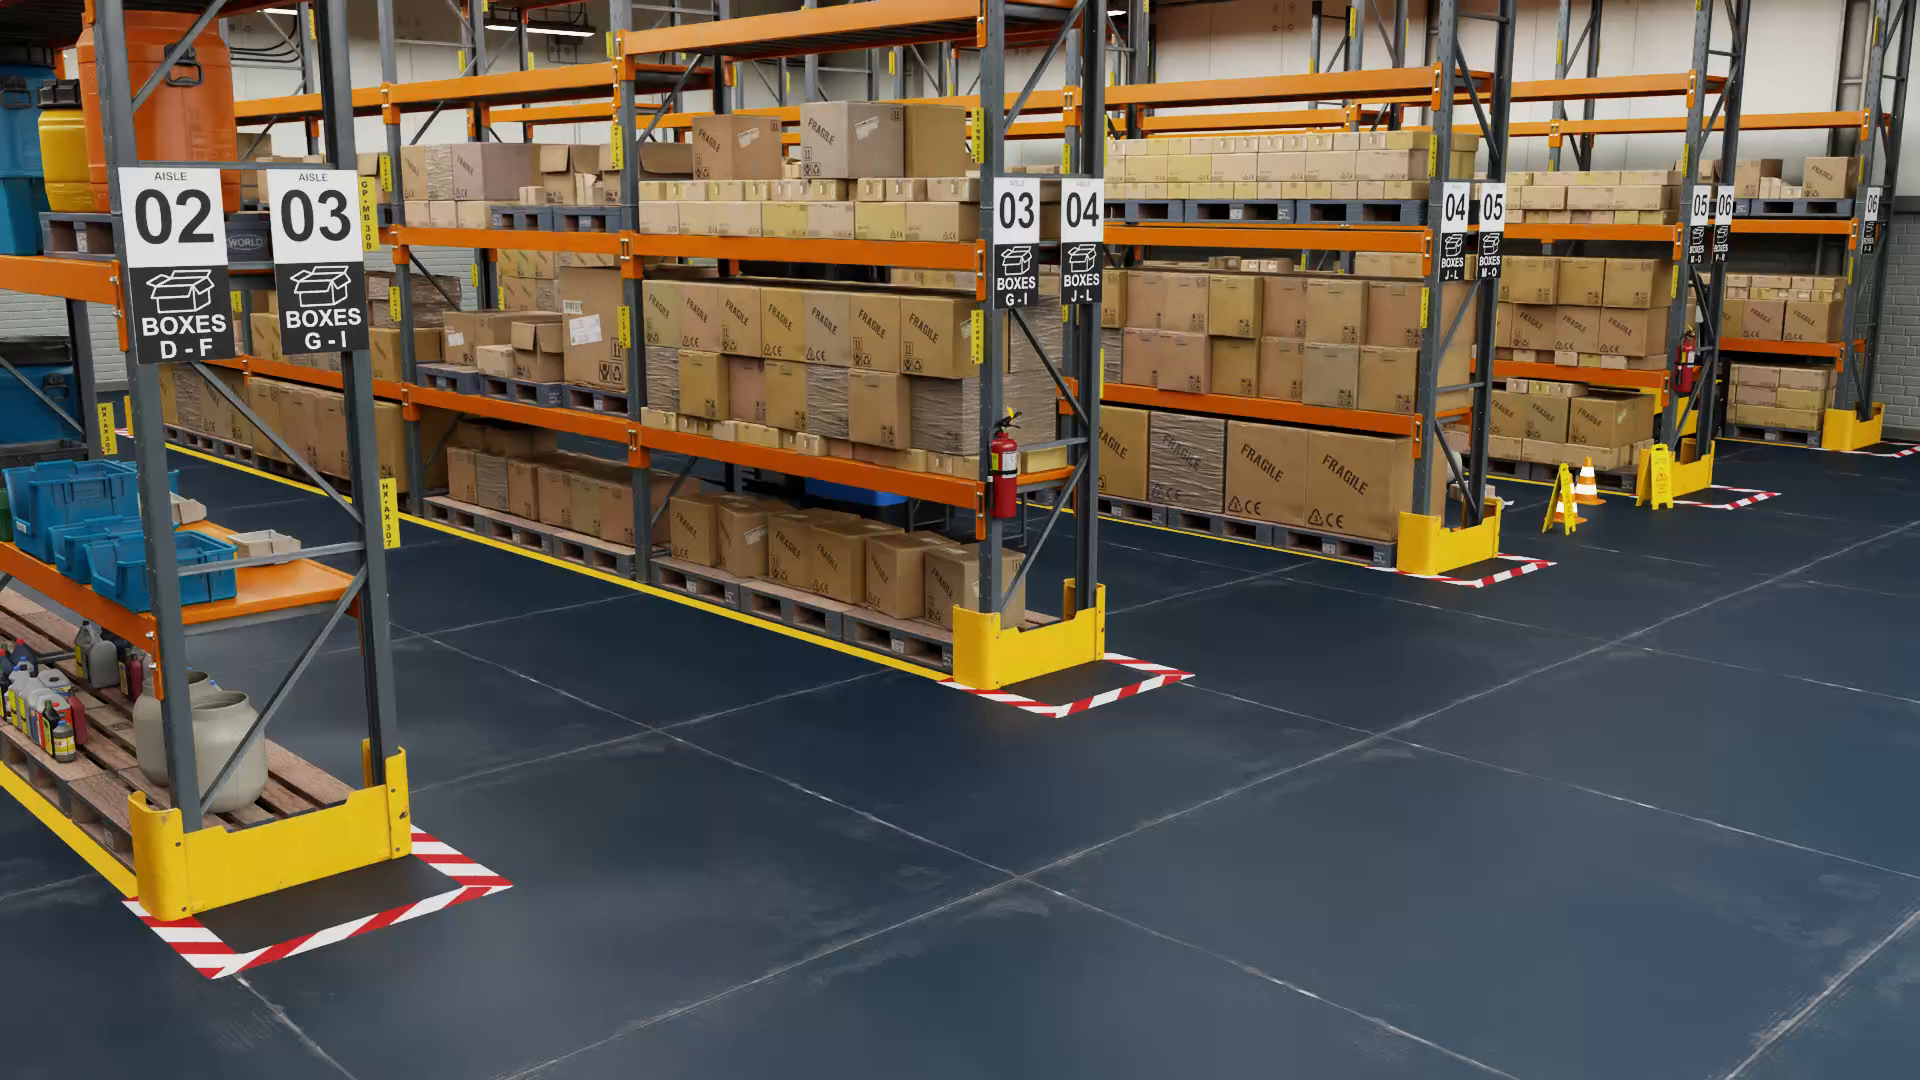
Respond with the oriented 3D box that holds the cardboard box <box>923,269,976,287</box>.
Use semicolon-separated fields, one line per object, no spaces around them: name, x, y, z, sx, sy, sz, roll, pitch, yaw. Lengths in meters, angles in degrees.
cardboard box;0.016;-2.693;18.164;0.700;0.500;0.500;-11;16;-43

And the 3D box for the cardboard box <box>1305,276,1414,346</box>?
cardboard box;3.504;-2.006;14.506;0.875;0.550;0.550;-11;16;-43

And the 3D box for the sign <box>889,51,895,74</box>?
sign;-1.016;-7.132;24.861;0.100;0.325;0.005;-11;16;-43

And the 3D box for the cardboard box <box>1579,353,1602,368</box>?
cardboard box;6.860;-1.945;17.880;0.380;0.149;0.250;-11;16;-44

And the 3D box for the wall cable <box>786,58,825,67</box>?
wall cable;-2.744;-11.673;35.825;2.988;3.039;0.133;-11;16;-43

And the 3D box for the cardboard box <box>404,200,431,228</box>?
cardboard box;-4.862;-3.060;15.605;0.500;0.250;0.500;-11;16;-42

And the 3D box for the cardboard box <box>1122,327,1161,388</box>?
cardboard box;2.076;-1.805;16.205;0.875;0.550;0.550;-11;16;-43

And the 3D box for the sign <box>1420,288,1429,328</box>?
sign;3.777;-1.886;13.516;0.100;0.325;0.005;-11;16;-43

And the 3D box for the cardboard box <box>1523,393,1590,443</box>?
cardboard box;6.585;-1.364;18.352;0.500;0.500;0.500;-10;15;-40

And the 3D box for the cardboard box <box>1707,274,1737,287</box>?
cardboard box;9.923;-3.381;21.636;0.380;0.149;0.250;-10;16;-41

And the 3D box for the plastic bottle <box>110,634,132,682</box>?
plastic bottle;-5.037;0.670;10.040;0.185;0.351;0.144;11;16;42

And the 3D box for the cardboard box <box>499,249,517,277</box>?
cardboard box;-6.399;-4.121;24.357;0.500;0.500;0.500;-10;15;-41

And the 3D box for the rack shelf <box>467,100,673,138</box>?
rack shelf;-5.489;-5.904;23.399;1.077;0.370;4.000;-11;16;-43

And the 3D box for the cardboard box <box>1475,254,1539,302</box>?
cardboard box;6.164;-2.937;18.610;0.700;0.500;0.500;-11;16;-43

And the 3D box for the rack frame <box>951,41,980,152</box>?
rack frame;0.227;-7.947;31.522;1.000;3.000;0.127;-11;16;-43

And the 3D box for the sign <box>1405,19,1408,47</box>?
sign;5.332;-6.073;19.914;0.100;0.325;0.005;-11;16;-43

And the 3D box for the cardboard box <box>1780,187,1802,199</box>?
cardboard box;10.485;-4.353;20.846;0.250;0.149;0.380;11;16;44

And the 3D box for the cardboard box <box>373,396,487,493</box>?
cardboard box;-5.464;-1.037;17.073;0.875;0.875;1.225;11;16;43

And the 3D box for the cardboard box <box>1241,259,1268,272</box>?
cardboard box;3.753;-3.455;20.951;0.250;0.149;0.380;11;16;43

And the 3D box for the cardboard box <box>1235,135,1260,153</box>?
cardboard box;2.648;-3.493;14.693;0.380;0.149;0.250;-11;16;-42

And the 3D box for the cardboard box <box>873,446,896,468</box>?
cardboard box;-0.368;-0.595;11.326;0.380;0.149;0.250;-11;16;-43

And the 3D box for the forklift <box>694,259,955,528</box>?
forklift;-1.455;-1.717;16.322;3.031;2.935;1.130;11;16;43

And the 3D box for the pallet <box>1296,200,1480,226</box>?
pallet;3.659;-2.809;14.239;1.003;0.211;1.213;-11;16;-43

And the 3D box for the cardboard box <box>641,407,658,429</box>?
cardboard box;-2.309;-0.988;13.234;0.380;0.149;0.250;-11;16;-43

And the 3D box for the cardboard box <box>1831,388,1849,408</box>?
cardboard box;11.102;-1.875;21.452;0.500;0.250;0.500;-11;16;-42

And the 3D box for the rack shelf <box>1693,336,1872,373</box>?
rack shelf;9.896;-2.613;22.283;1.077;0.370;4.000;-11;16;-43

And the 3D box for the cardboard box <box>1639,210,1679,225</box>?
cardboard box;7.241;-3.341;17.220;0.380;0.149;0.250;-11;16;-42

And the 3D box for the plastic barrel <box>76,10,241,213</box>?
plastic barrel;-3.488;-1.849;7.251;0.600;0.830;0.708;-11;16;-43

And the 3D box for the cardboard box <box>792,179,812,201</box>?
cardboard box;-0.944;-2.426;11.541;0.250;0.149;0.380;11;16;42

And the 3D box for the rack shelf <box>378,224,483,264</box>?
rack shelf;-6.384;-3.177;17.585;1.077;0.370;4.000;-11;16;-43

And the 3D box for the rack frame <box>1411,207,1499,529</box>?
rack frame;4.179;-1.277;14.014;1.000;3.000;0.127;-11;16;-43

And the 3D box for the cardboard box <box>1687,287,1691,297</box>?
cardboard box;9.598;-3.313;22.039;0.380;0.149;0.250;-11;16;-44

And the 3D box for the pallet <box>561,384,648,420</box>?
pallet;-2.663;-1.222;14.224;1.003;0.211;1.213;-11;16;-43

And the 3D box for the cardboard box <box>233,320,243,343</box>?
cardboard box;-8.260;-2.452;19.352;0.500;0.250;0.500;-11;16;-44

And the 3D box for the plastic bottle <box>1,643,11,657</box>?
plastic bottle;-5.600;0.757;9.784;0.061;0.283;0.133;-11;16;-43

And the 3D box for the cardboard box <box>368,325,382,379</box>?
cardboard box;-5.863;-1.928;16.927;0.500;0.500;0.500;-11;16;-43

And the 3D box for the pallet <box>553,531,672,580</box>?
pallet;-2.779;0.068;14.396;1.003;0.211;1.213;-11;16;-43

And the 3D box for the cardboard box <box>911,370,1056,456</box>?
cardboard box;0.162;-0.879;11.099;0.875;0.500;0.500;-11;16;-43

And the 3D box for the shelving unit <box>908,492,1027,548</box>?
shelving unit;0.059;-0.722;15.038;0.538;1.500;1.048;-11;16;-43

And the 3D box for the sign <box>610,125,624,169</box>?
sign;-2.639;-3.022;12.792;0.100;0.325;0.005;-11;16;-43

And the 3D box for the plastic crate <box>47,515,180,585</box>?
plastic crate;-4.067;0.036;8.012;0.499;0.251;0.408;-11;16;-43

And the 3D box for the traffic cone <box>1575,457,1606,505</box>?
traffic cone;6.459;-0.622;17.122;0.336;0.463;0.334;-11;16;-43

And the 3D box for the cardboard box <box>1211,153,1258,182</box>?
cardboard box;2.600;-3.326;14.870;0.500;0.250;0.500;-11;16;-42

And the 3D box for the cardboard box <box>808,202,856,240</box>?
cardboard box;-0.689;-2.180;11.334;0.500;0.250;0.500;-10;16;-41

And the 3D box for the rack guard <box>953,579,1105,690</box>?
rack guard;0.469;0.613;11.037;1.175;0.500;0.348;-11;16;-43

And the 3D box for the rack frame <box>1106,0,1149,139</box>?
rack frame;2.165;-6.087;22.496;1.000;3.000;0.127;-11;16;-43

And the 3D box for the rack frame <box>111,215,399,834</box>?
rack frame;-3.060;0.090;7.381;1.000;3.000;0.127;-11;16;-43

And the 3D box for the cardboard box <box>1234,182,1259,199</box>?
cardboard box;2.651;-3.102;14.771;0.380;0.149;0.250;-11;16;-42

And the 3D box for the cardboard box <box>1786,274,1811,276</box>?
cardboard box;10.850;-3.344;21.456;0.380;0.149;0.250;-10;16;-41

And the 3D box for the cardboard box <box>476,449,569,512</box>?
cardboard box;-4.133;-0.585;15.760;0.500;0.500;0.700;10;15;40

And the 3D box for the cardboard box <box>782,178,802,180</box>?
cardboard box;-1.924;-4.010;19.601;0.500;0.500;0.500;-11;16;-43

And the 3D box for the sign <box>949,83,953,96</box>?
sign;-0.165;-8.368;31.053;0.100;0.325;0.005;-11;16;-43

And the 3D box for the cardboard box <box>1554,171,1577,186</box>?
cardboard box;6.601;-3.885;17.886;0.380;0.149;0.250;-11;16;-43

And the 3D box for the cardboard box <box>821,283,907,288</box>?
cardboard box;-0.697;-1.622;12.226;0.500;0.500;0.500;-11;16;-43

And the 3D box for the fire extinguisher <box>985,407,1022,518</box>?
fire extinguisher;0.268;-0.482;10.346;0.296;0.674;0.183;-11;16;-43
